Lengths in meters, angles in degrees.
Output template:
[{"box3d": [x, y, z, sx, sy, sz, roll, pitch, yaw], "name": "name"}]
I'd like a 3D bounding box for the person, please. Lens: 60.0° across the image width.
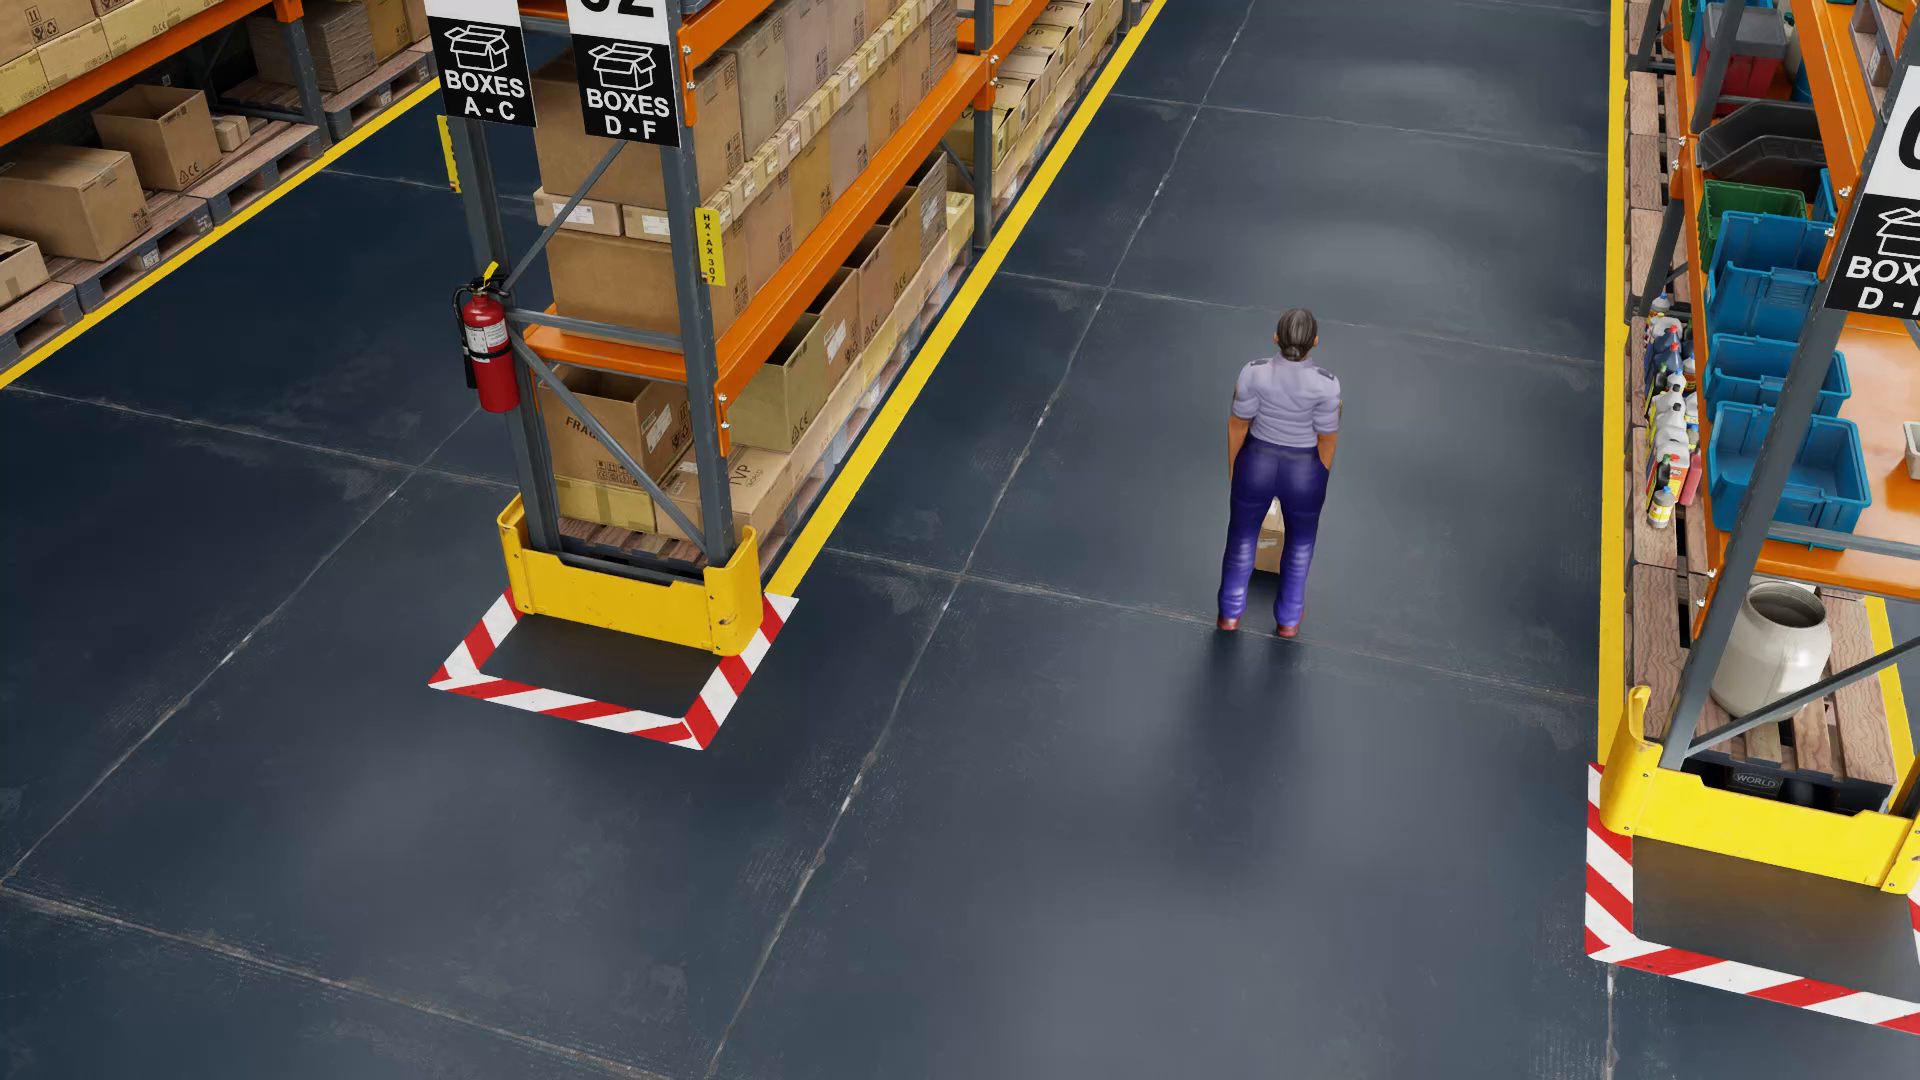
[{"box3d": [1.392, -0.287, 7.302, 0.466, 1.667, 0.353, 12, 39, 15], "name": "person"}]
